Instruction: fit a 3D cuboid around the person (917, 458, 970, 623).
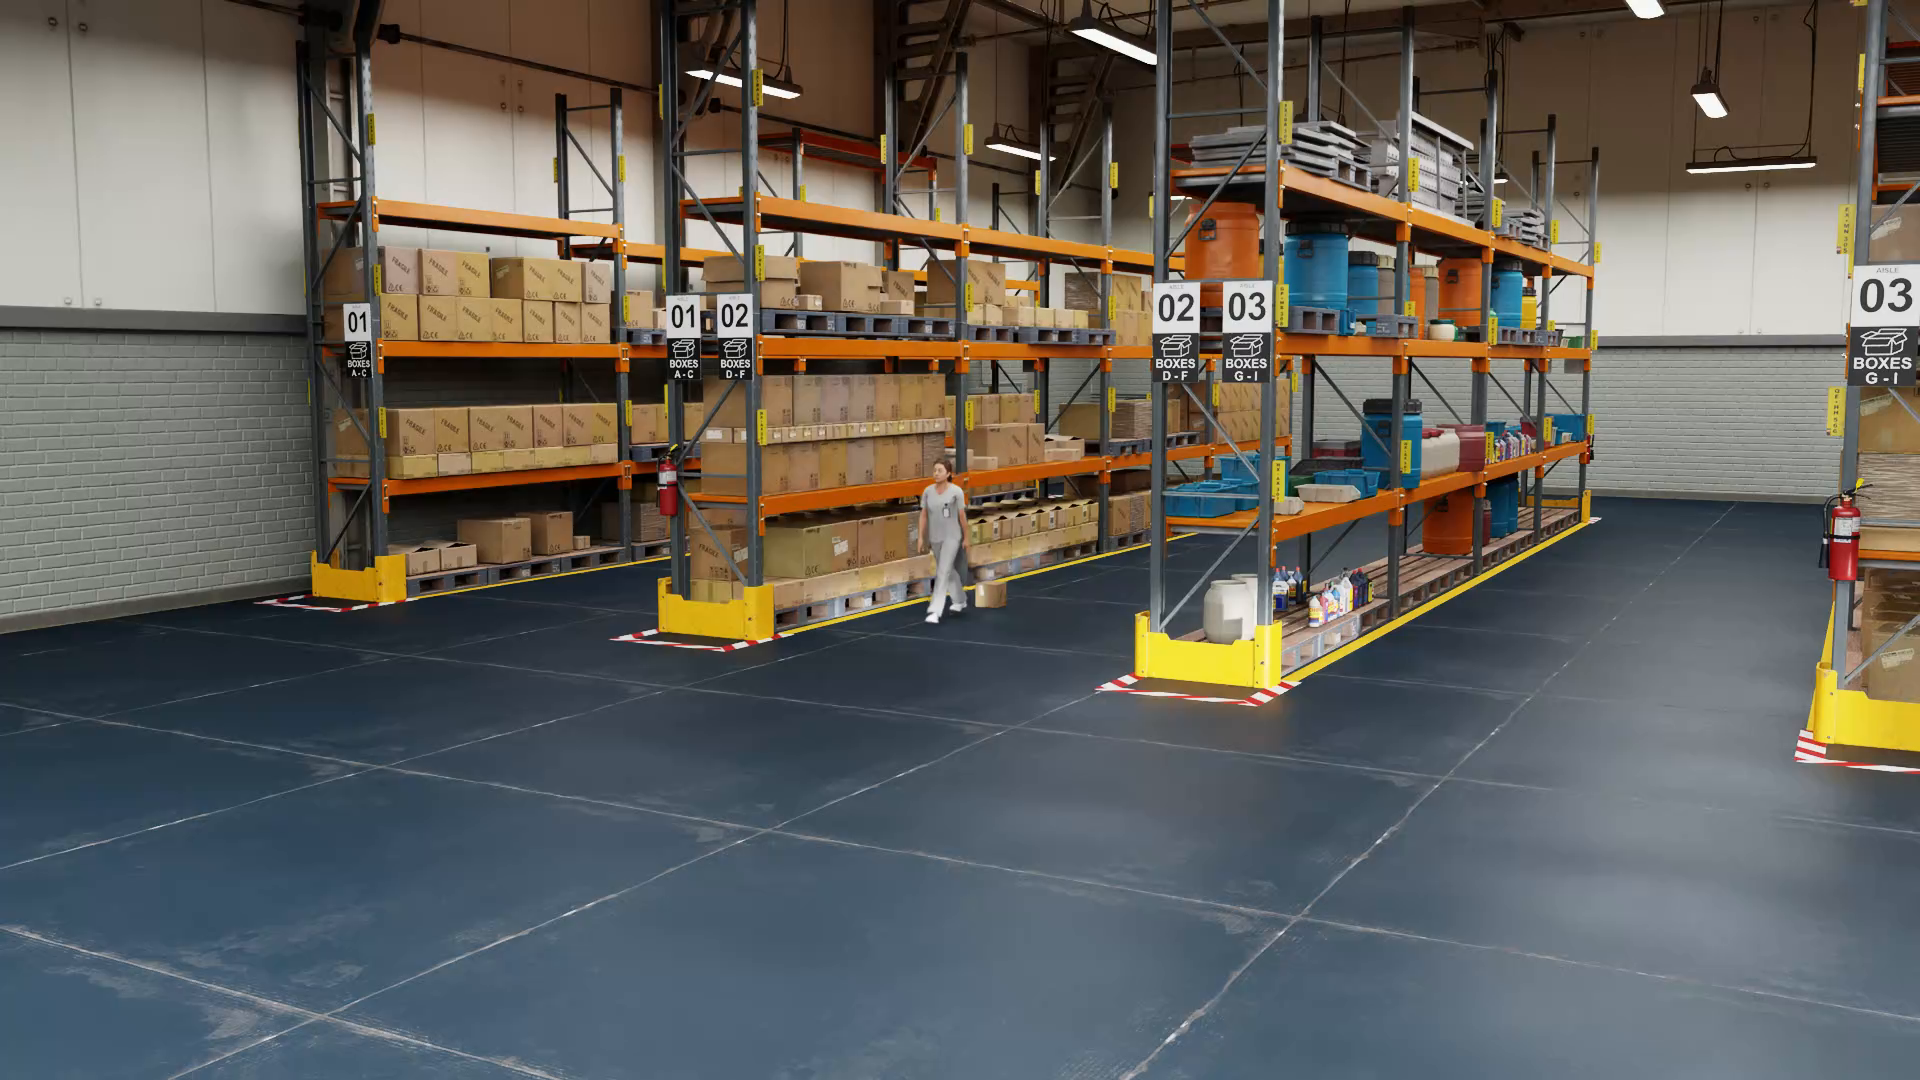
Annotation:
[{"bbox_3d":[-0.174,-0.011,16.535,0.467,1.610,1.053,3,7,26],"label":"person"}]
